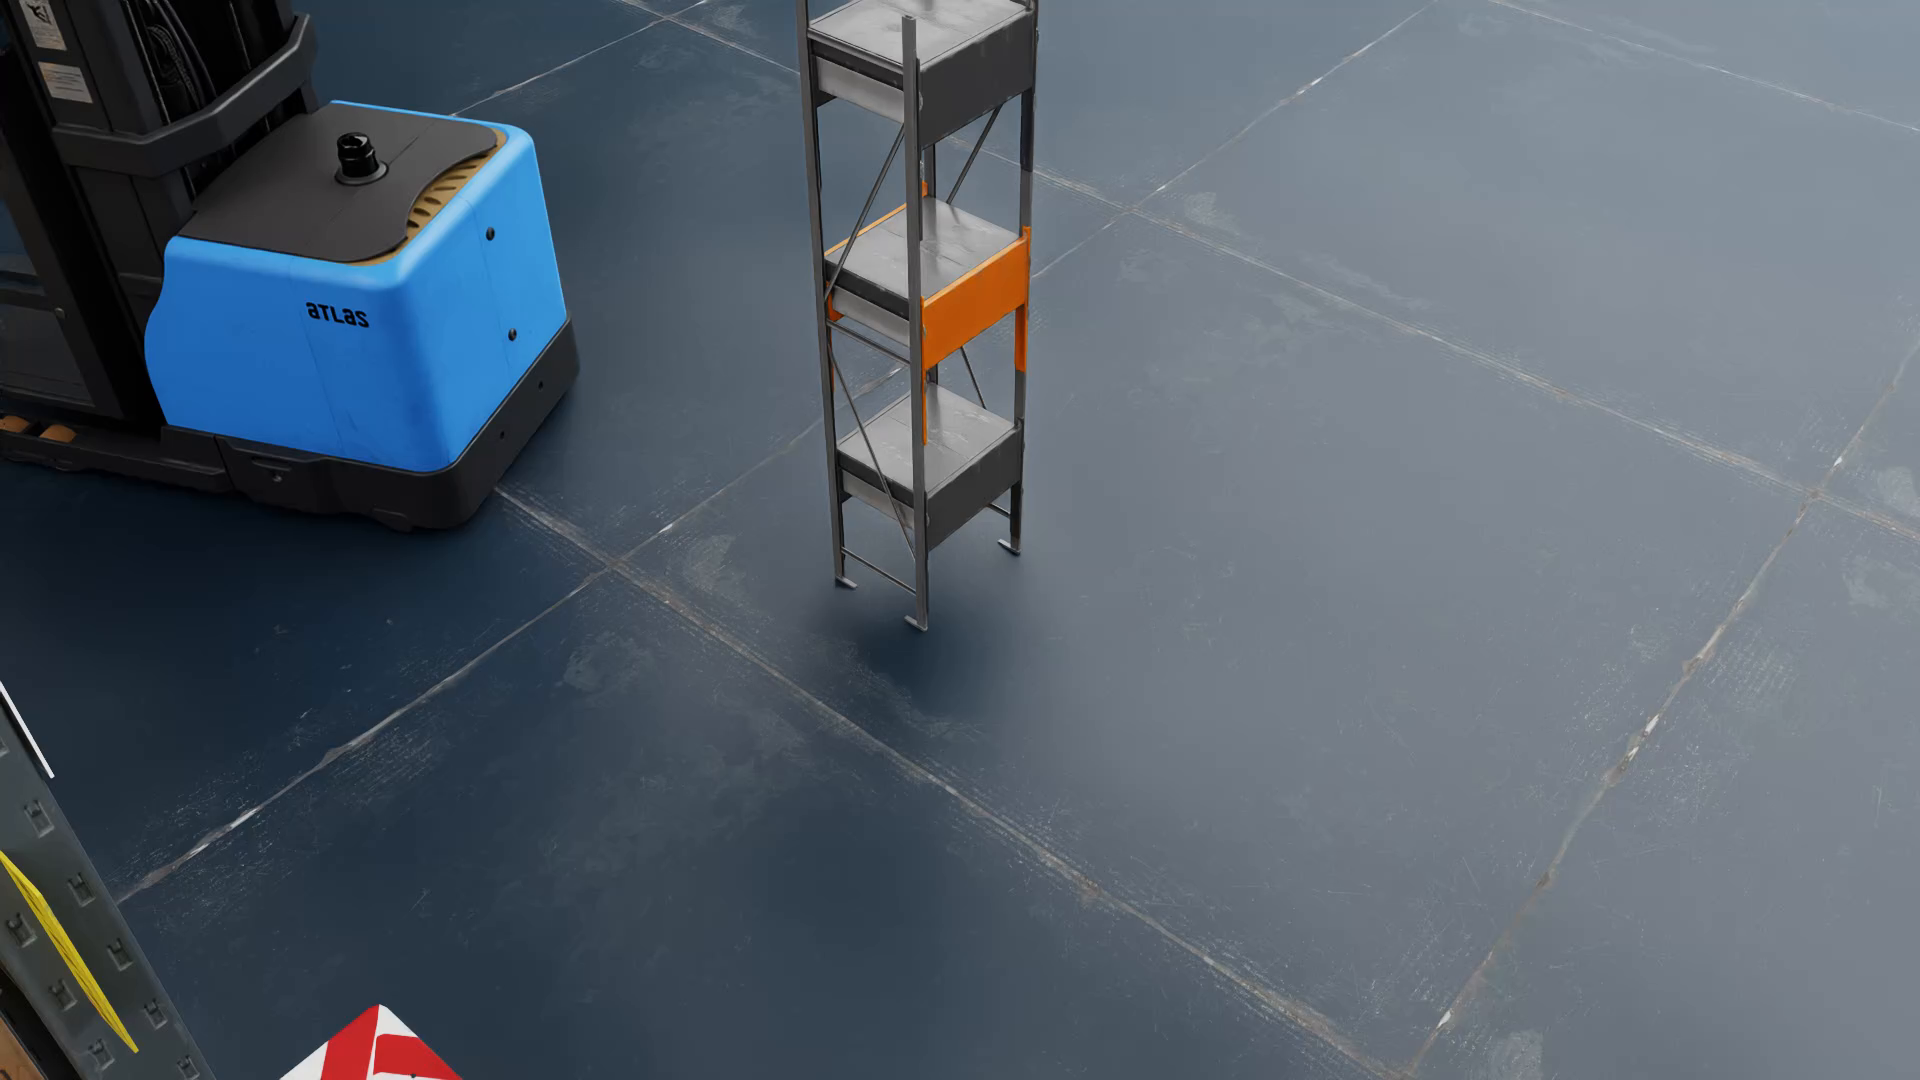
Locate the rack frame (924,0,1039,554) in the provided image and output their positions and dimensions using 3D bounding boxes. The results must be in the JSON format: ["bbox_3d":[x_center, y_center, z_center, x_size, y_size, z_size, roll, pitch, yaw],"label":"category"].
[{"bbox_3d":[0.050,-0.817,5.088,0.400,2.100,0.015,29,50,28],"label":"rack frame"}]

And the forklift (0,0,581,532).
[{"bbox_3d":[-3.026,-1.665,5.403,3.031,2.935,1.130,11,43,11],"label":"forklift"}]

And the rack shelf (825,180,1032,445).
[{"bbox_3d":[-0.107,-0.682,4.959,0.431,0.518,0.480,29,50,28],"label":"rack shelf"}]

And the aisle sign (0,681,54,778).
[{"bbox_3d":[-1.175,-0.108,1.707,0.394,0.787,0.004,29,50,28],"label":"aisle sign"}]

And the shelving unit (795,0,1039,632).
[{"bbox_3d":[-0.107,-0.692,4.950,0.431,2.100,0.503,29,50,28],"label":"shelving unit"}]

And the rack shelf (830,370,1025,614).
[{"bbox_3d":[-0.107,-0.164,5.430,0.431,0.518,0.480,29,50,28],"label":"rack shelf"}]

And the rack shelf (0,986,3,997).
[{"bbox_3d":[-2.738,2.056,1.794,1.077,0.370,4.000,29,50,28],"label":"rack shelf"}]

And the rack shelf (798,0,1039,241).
[{"bbox_3d":[-0.107,-1.199,4.488,0.431,0.518,0.480,29,50,28],"label":"rack shelf"}]

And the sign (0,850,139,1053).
[{"bbox_3d":[-1.044,0.486,1.949,0.100,0.325,0.005,29,50,28],"label":"sign"}]

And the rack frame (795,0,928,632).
[{"bbox_3d":[-0.264,-0.566,4.812,0.400,2.100,0.015,29,50,28],"label":"rack frame"}]
